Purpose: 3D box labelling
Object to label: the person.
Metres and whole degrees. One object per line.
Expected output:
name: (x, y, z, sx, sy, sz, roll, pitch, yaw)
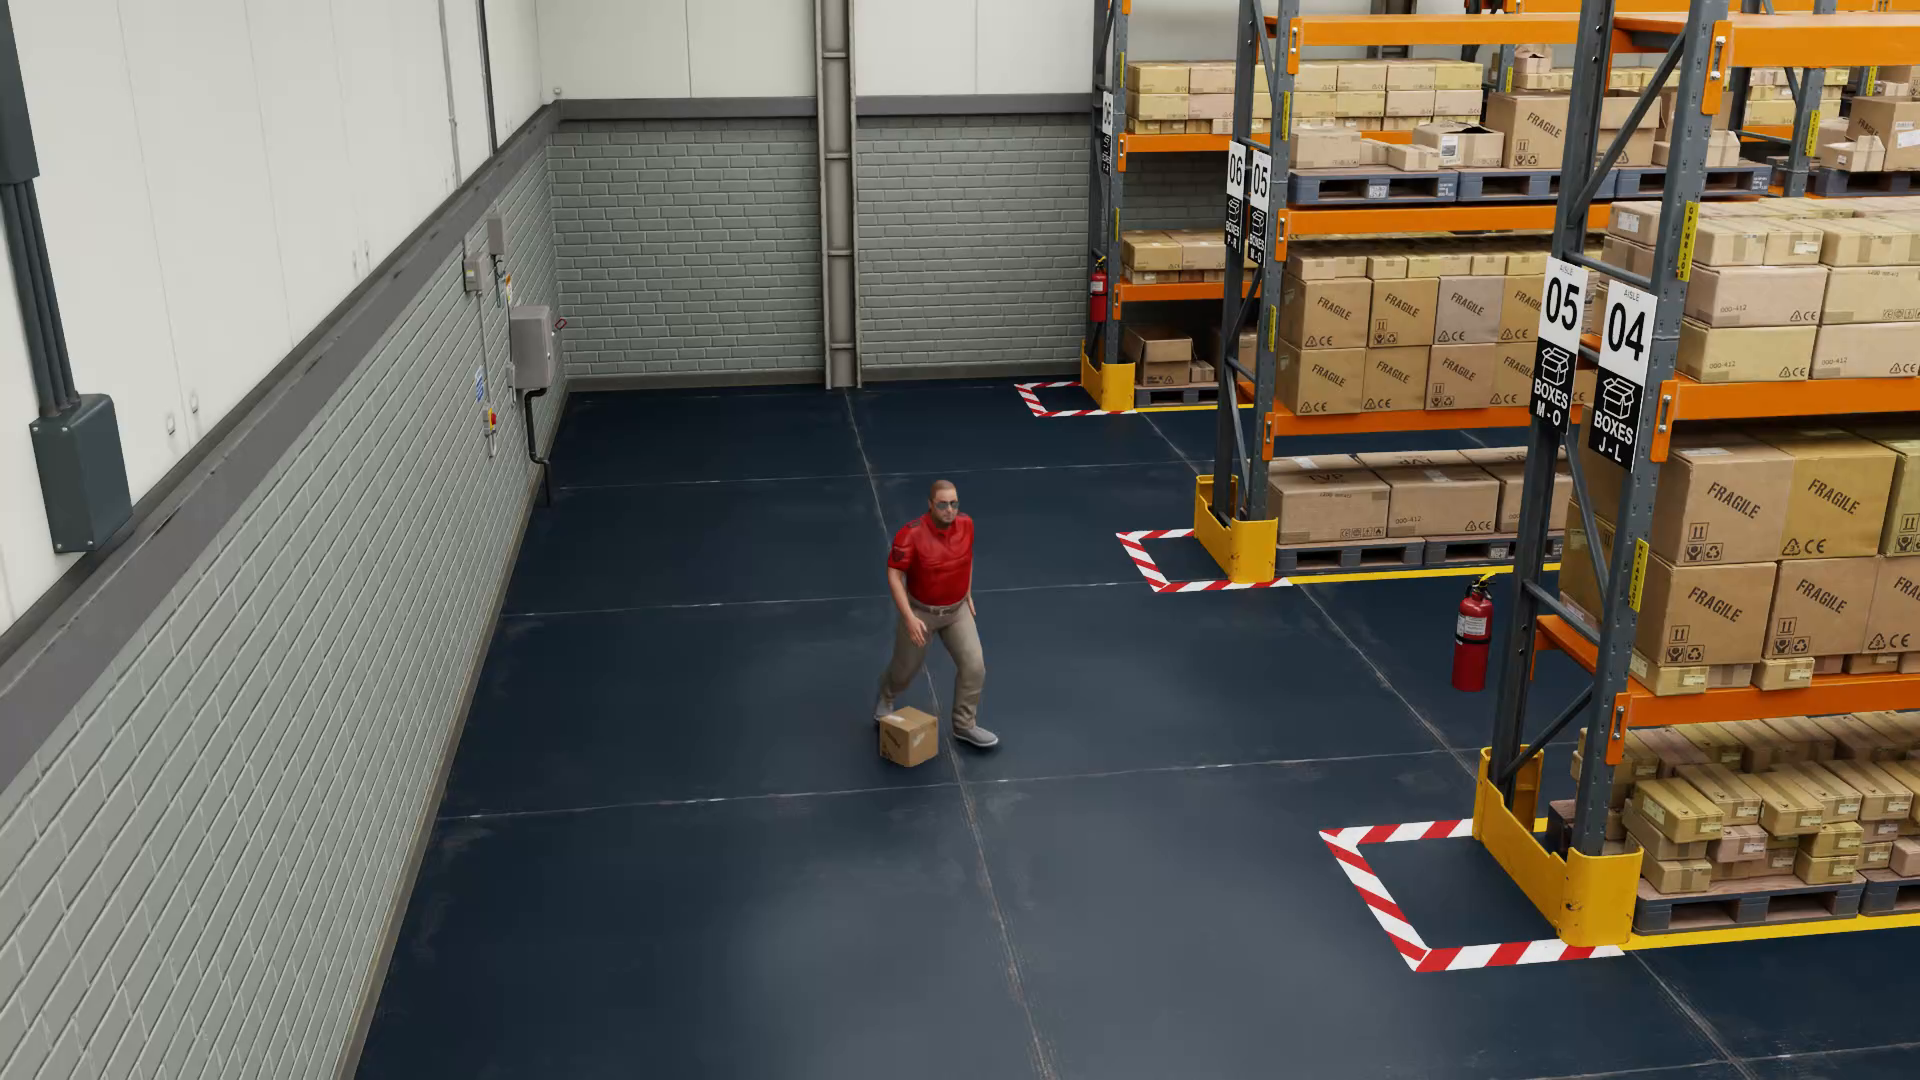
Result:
person: (-0.198, 0.396, 10.009, 0.631, 1.673, 0.825, -9, 22, -24)
